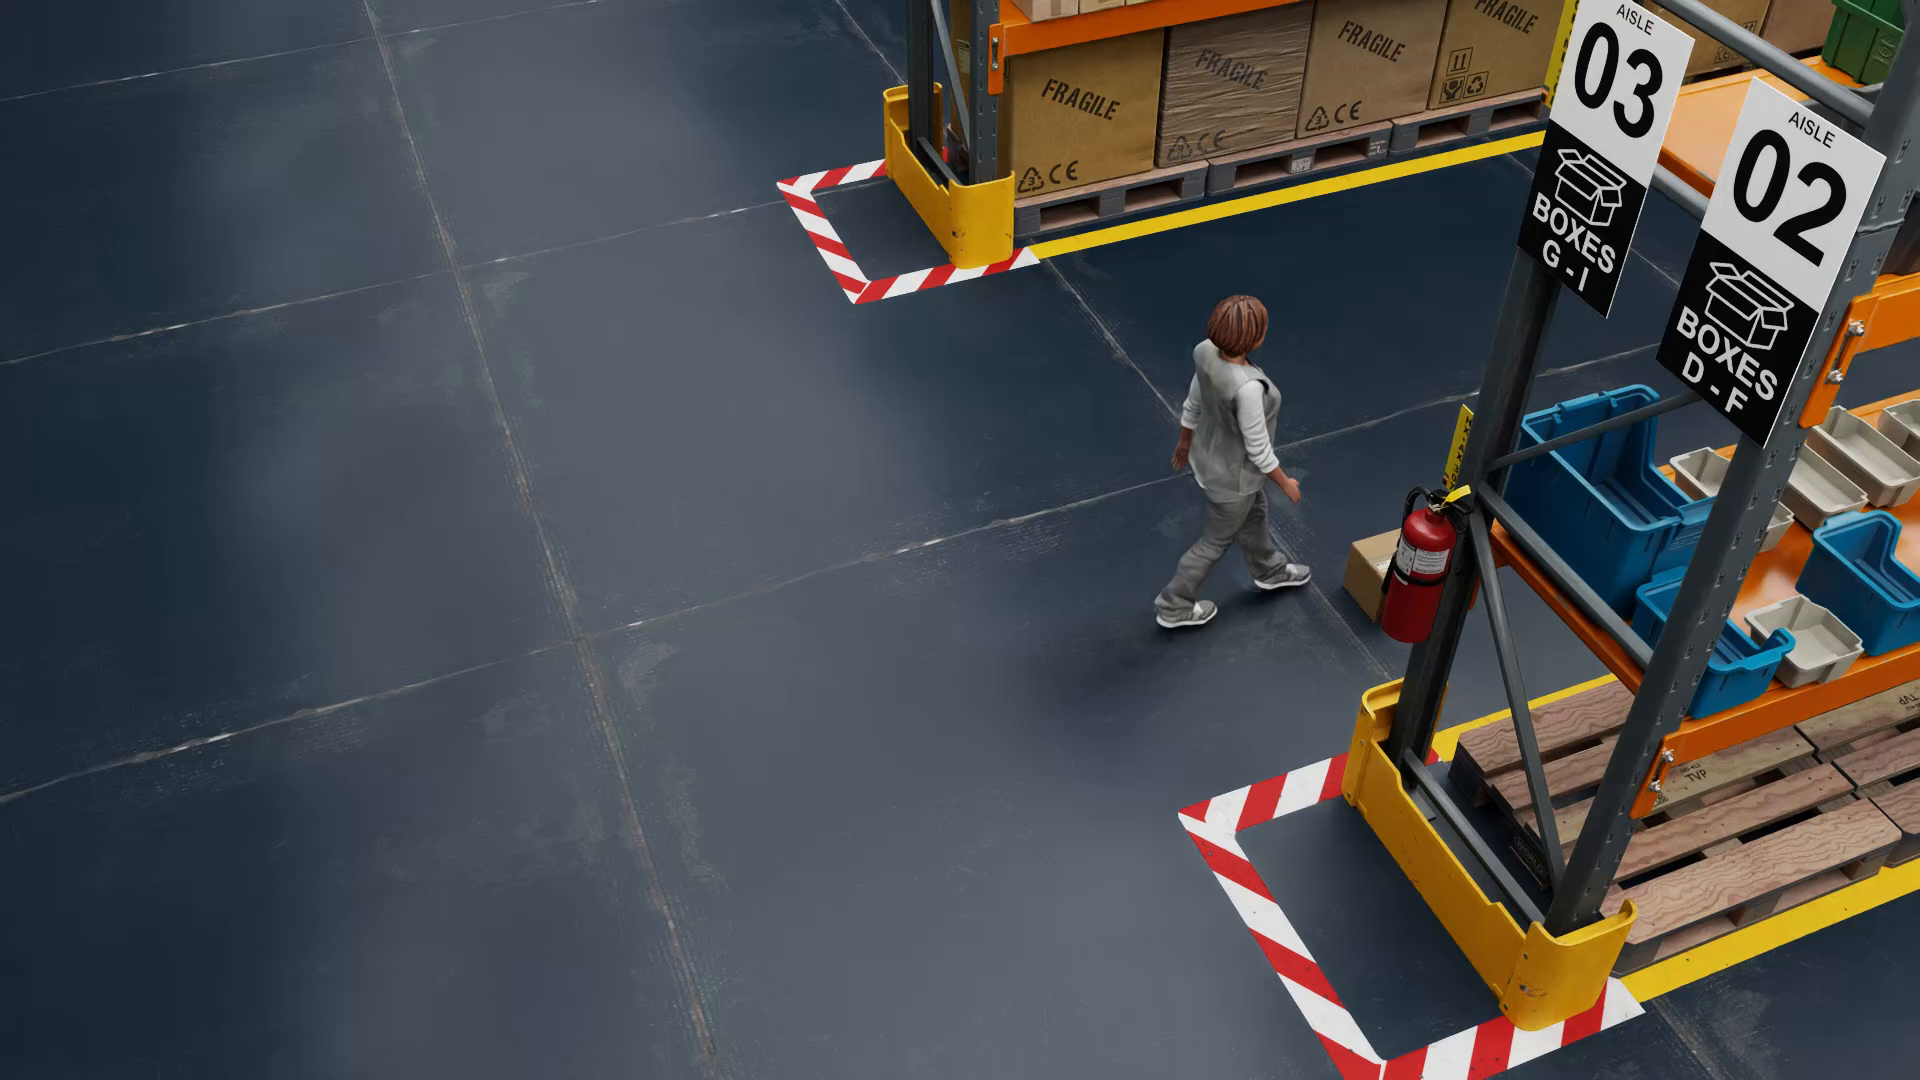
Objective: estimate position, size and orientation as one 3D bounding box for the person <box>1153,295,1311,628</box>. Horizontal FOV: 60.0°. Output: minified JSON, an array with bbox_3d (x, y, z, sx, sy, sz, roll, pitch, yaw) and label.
[{"bbox_3d":[1.163,-0.287,6.473,0.751,1.576,0.468,-8,43,-9],"label":"person"}]
